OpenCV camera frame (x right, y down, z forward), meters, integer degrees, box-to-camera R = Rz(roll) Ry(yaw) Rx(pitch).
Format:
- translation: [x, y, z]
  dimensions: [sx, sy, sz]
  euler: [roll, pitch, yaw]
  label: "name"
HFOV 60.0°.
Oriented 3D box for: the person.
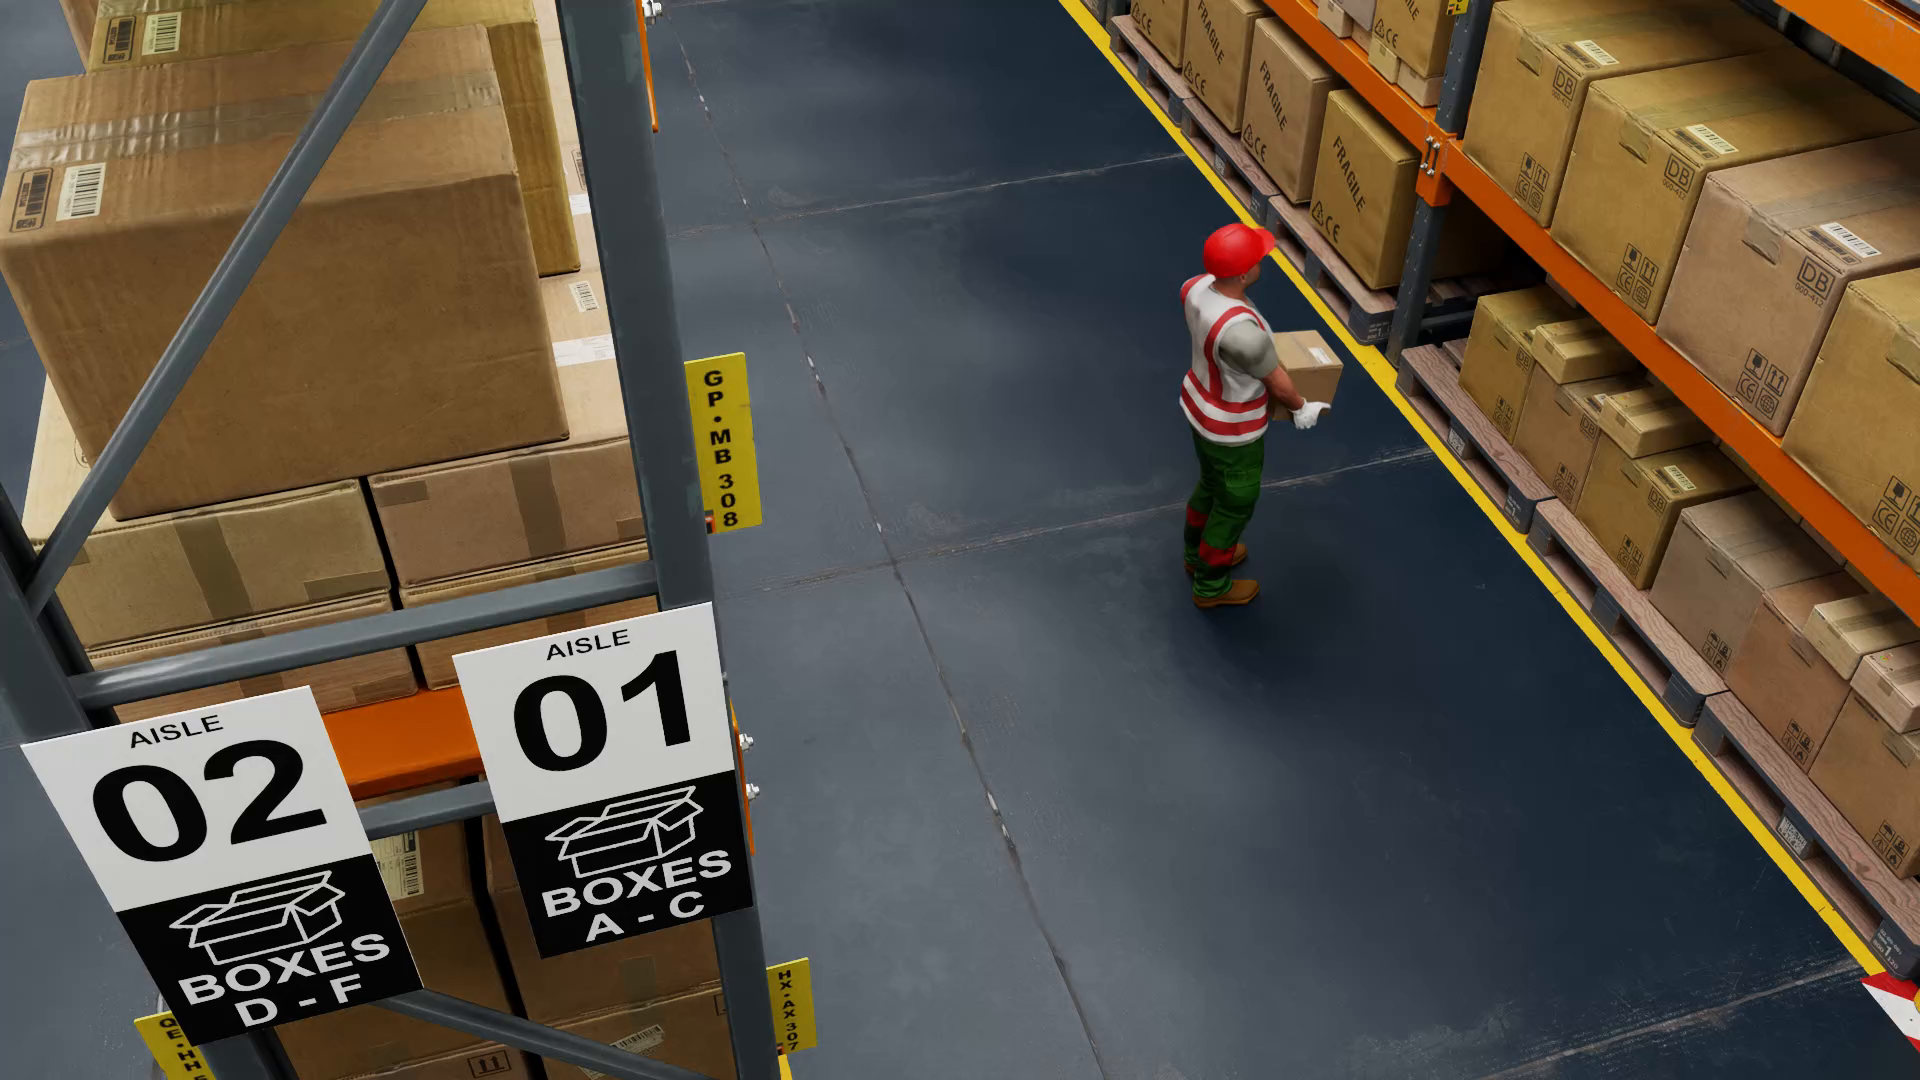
- translation: [1.166, -0.513, 6.718]
  dimensions: [0.565, 1.784, 0.494]
  euler: [-11, 43, -12]
  label: "person"
